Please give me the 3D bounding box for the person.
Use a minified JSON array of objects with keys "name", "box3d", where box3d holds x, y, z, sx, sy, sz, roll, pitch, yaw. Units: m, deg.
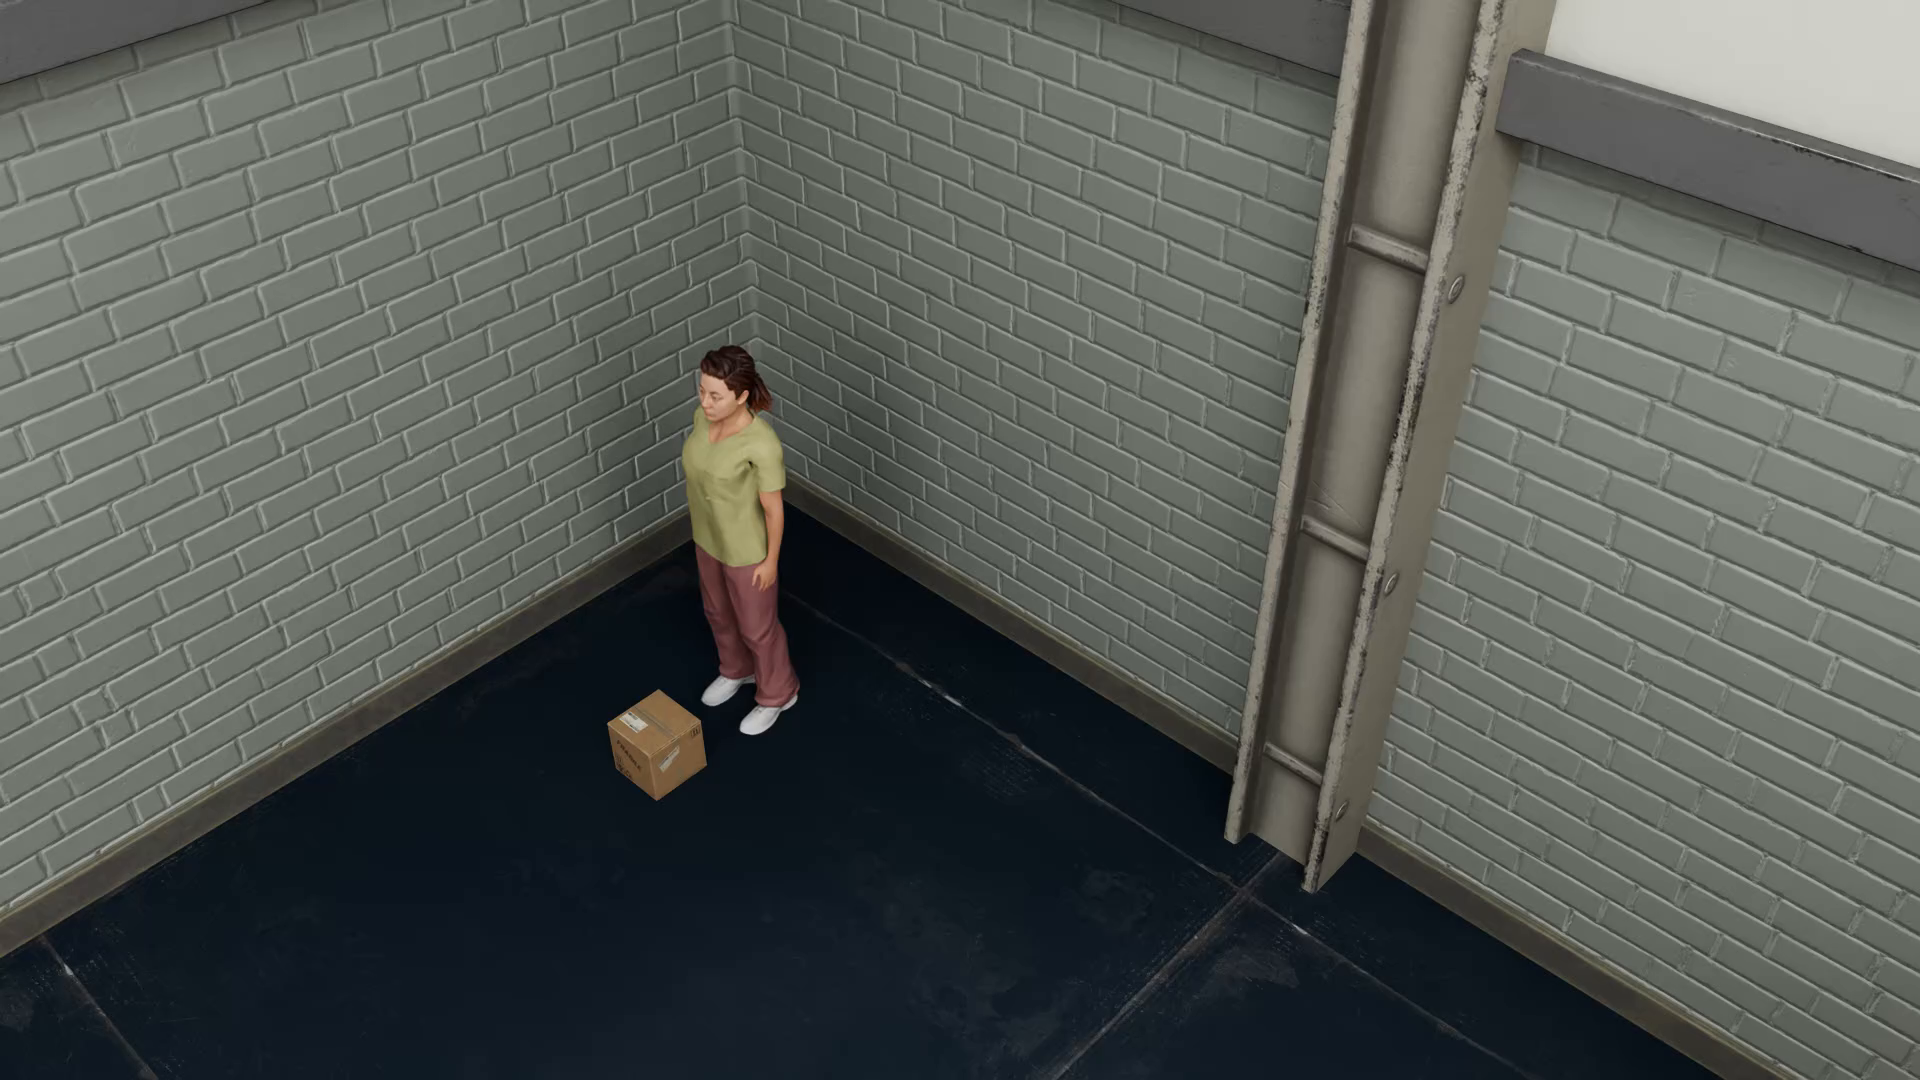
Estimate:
[{"name":"person","box3d":[-0.808,0.007,6.157,0.440,1.671,0.355,31,49,32]}]
